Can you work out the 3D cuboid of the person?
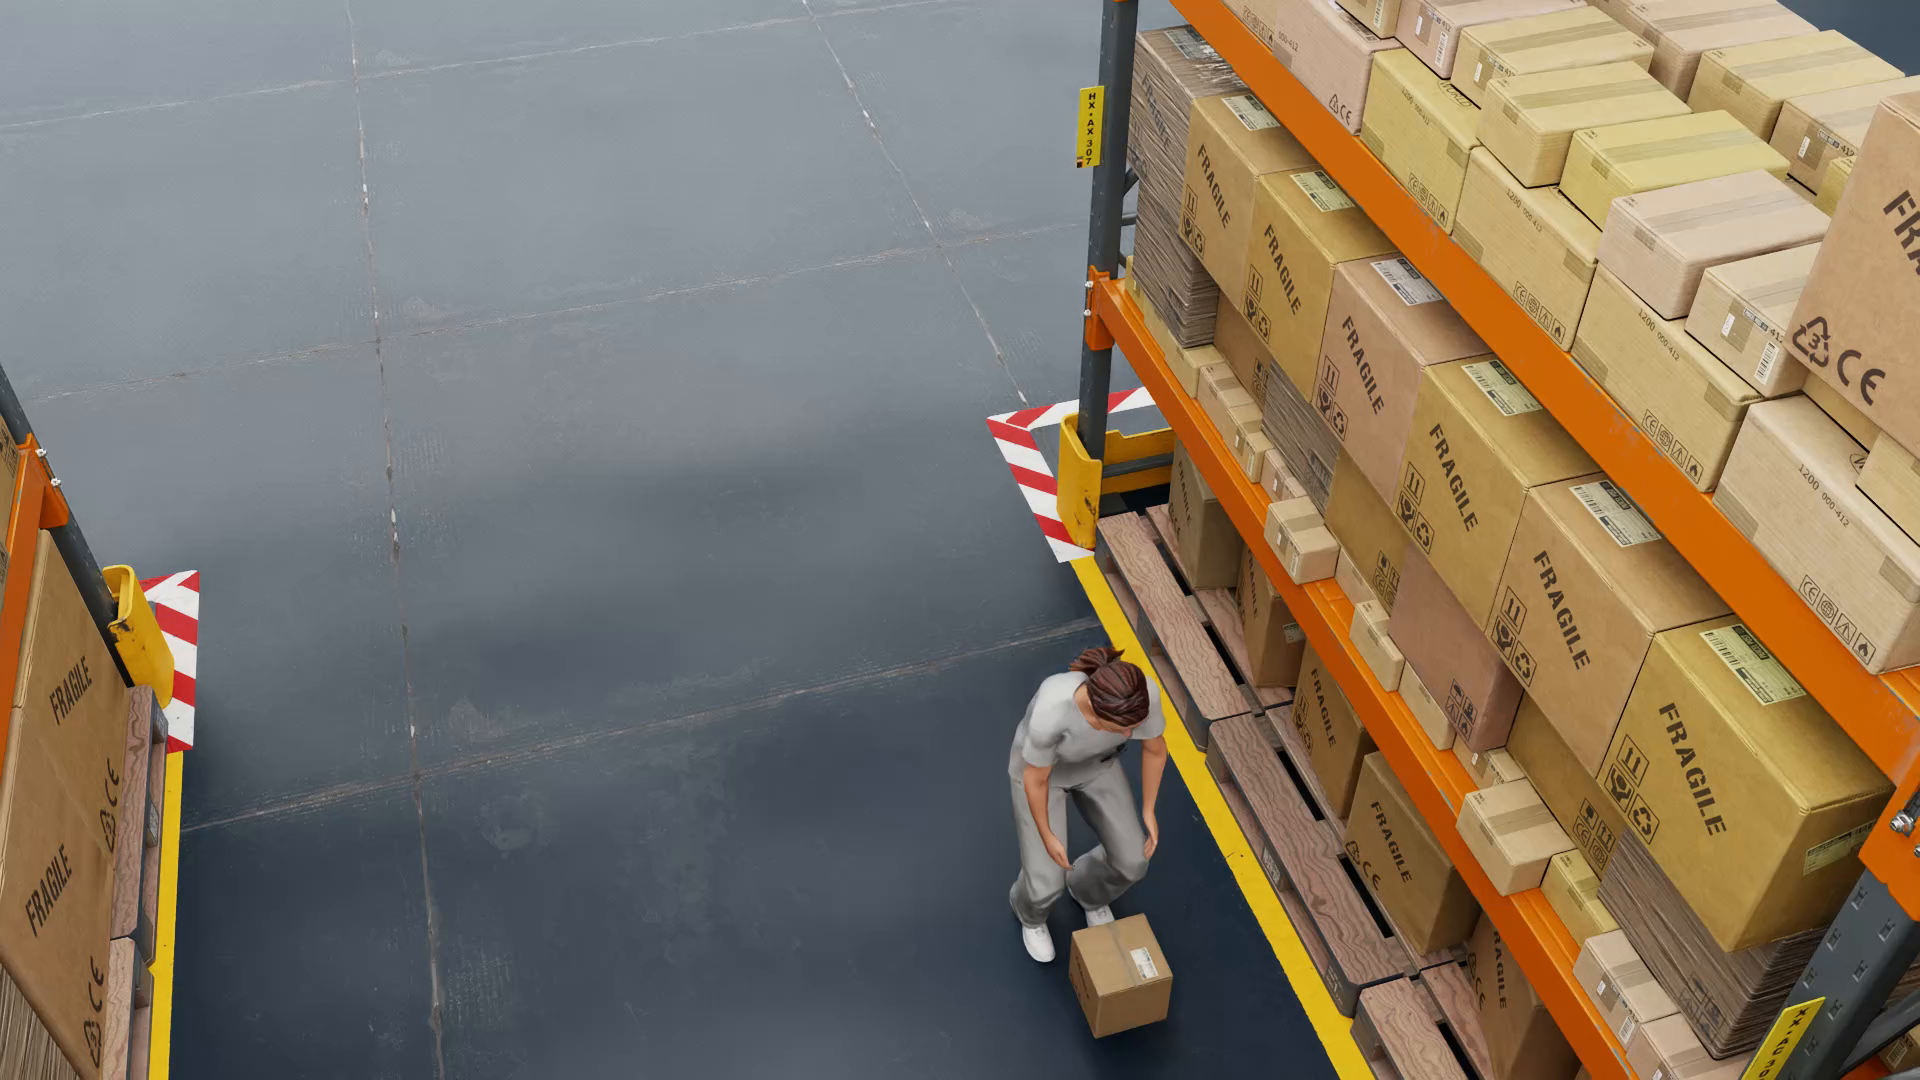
[{"bbox_3d":[0.412,0.820,5.405,0.486,1.493,0.554,-12,44,-13],"label":"person"}]
